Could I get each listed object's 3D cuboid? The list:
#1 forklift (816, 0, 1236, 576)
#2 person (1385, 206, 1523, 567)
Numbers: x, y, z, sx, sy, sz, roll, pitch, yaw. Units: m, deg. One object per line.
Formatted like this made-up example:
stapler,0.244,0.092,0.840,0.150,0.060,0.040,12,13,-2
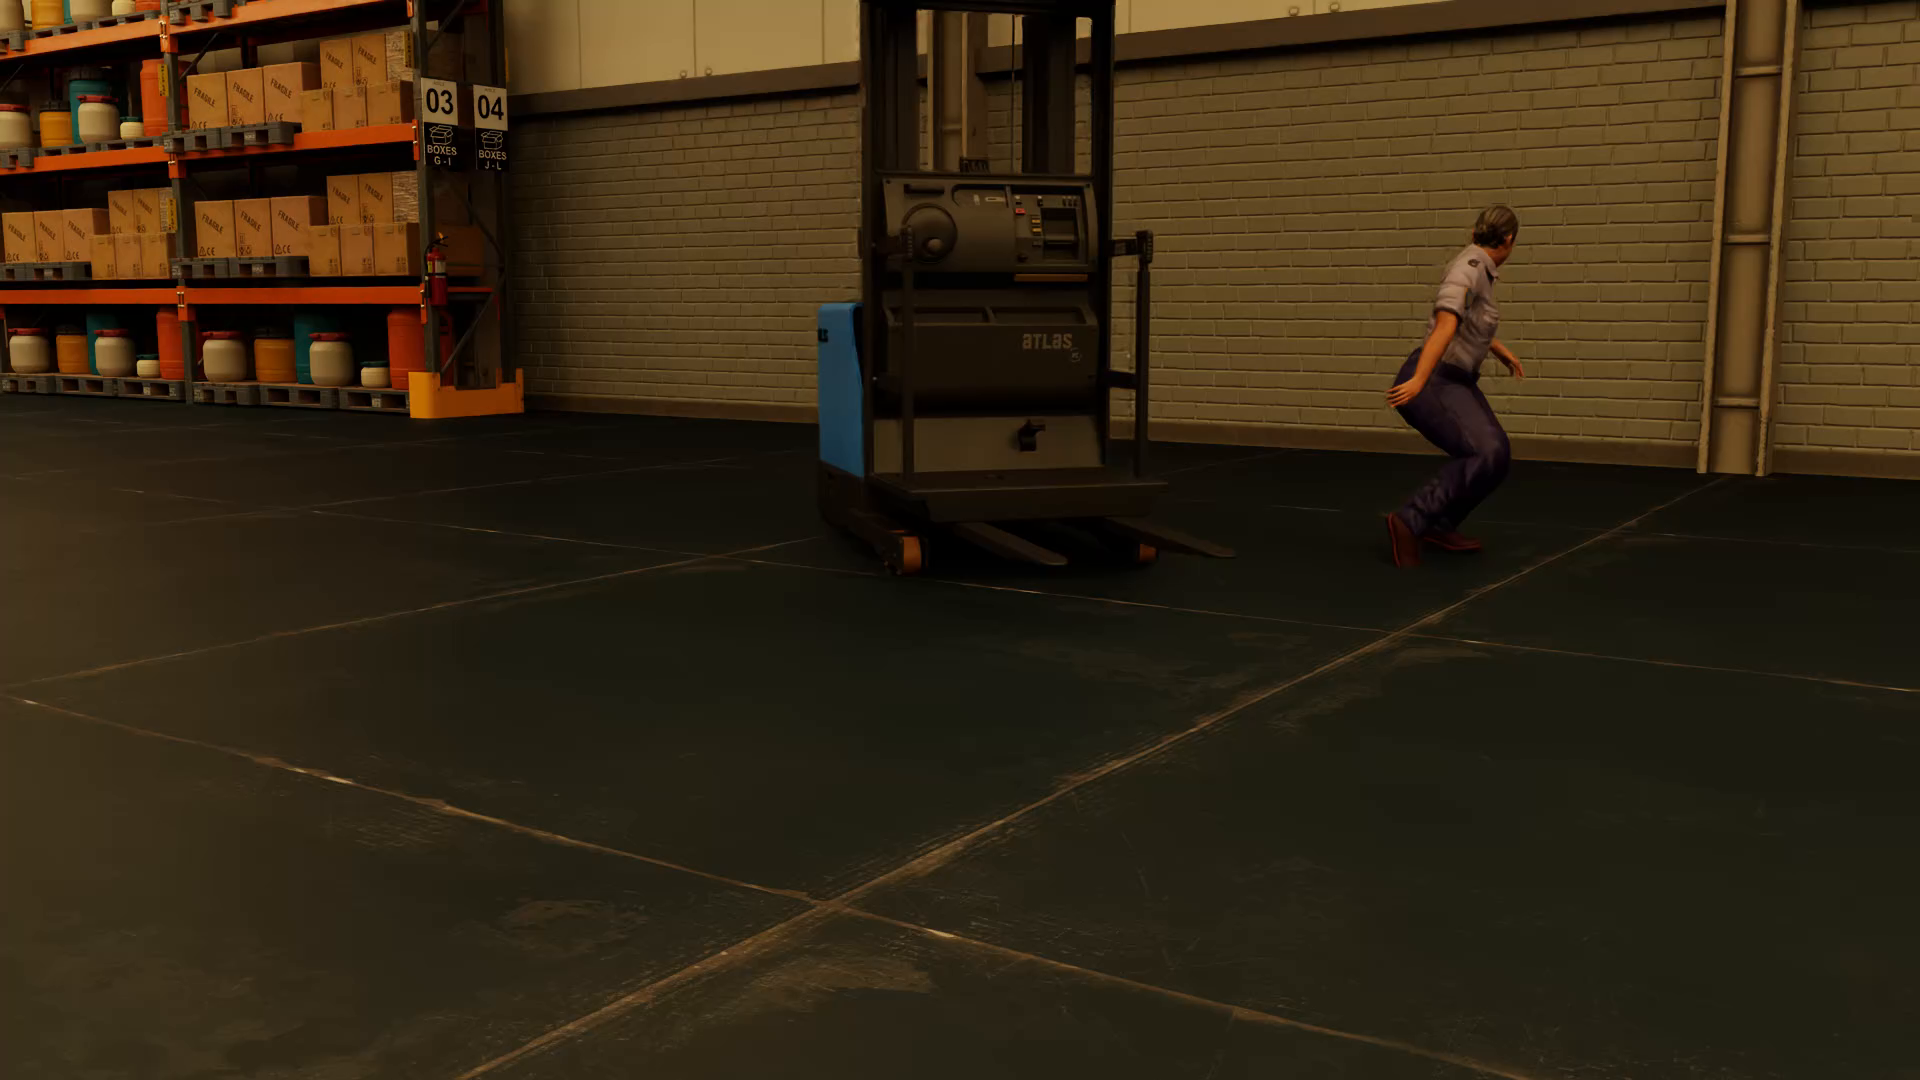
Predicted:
forklift,0.194,-1.367,6.809,1.130,2.935,3.031,-2,8,-16
person,2.042,-0.608,6.909,0.483,1.534,0.922,4,9,25
